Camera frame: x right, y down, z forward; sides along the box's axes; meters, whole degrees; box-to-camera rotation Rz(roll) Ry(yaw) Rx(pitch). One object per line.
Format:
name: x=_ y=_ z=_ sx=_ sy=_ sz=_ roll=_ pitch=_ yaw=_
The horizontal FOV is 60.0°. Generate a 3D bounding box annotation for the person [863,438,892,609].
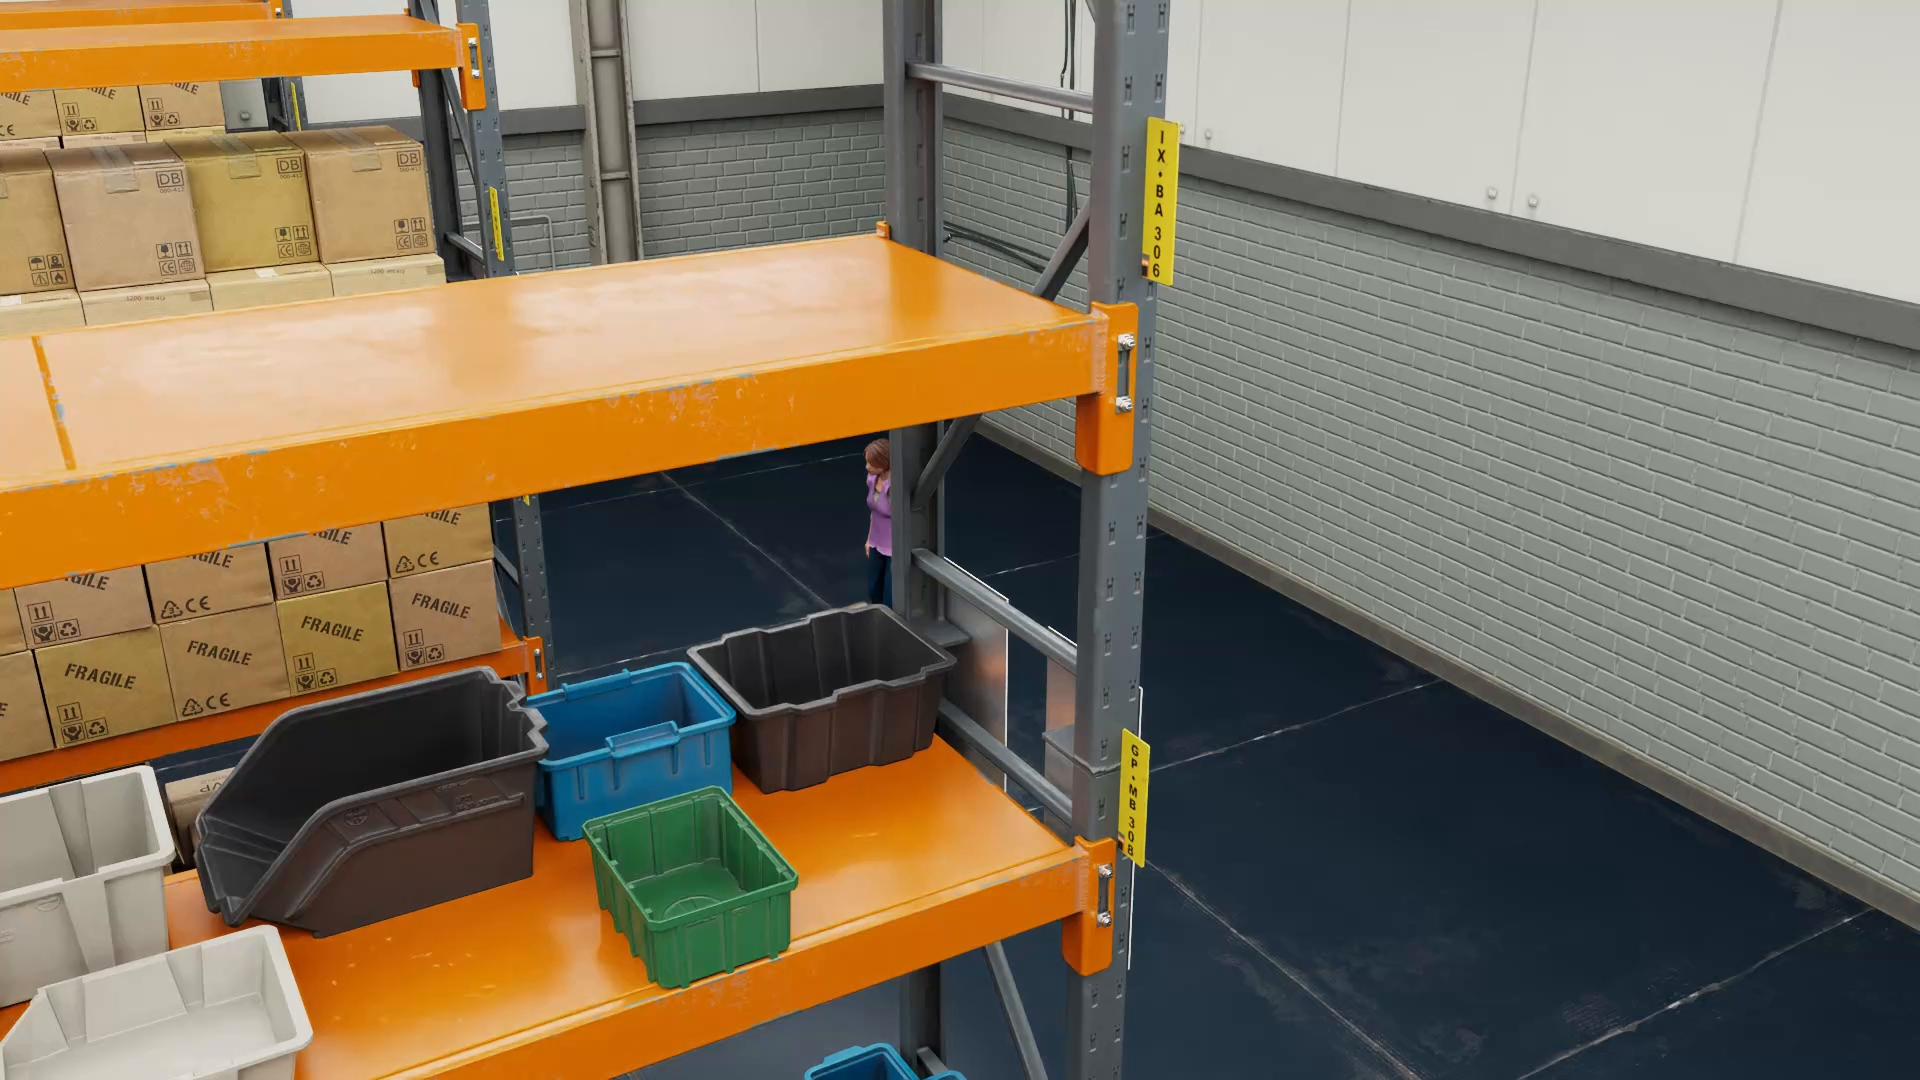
person: x=-0.469 y=0.084 z=10.915 sx=0.348 sy=1.580 sz=0.471 roll=-14 pitch=26 yaw=-31
